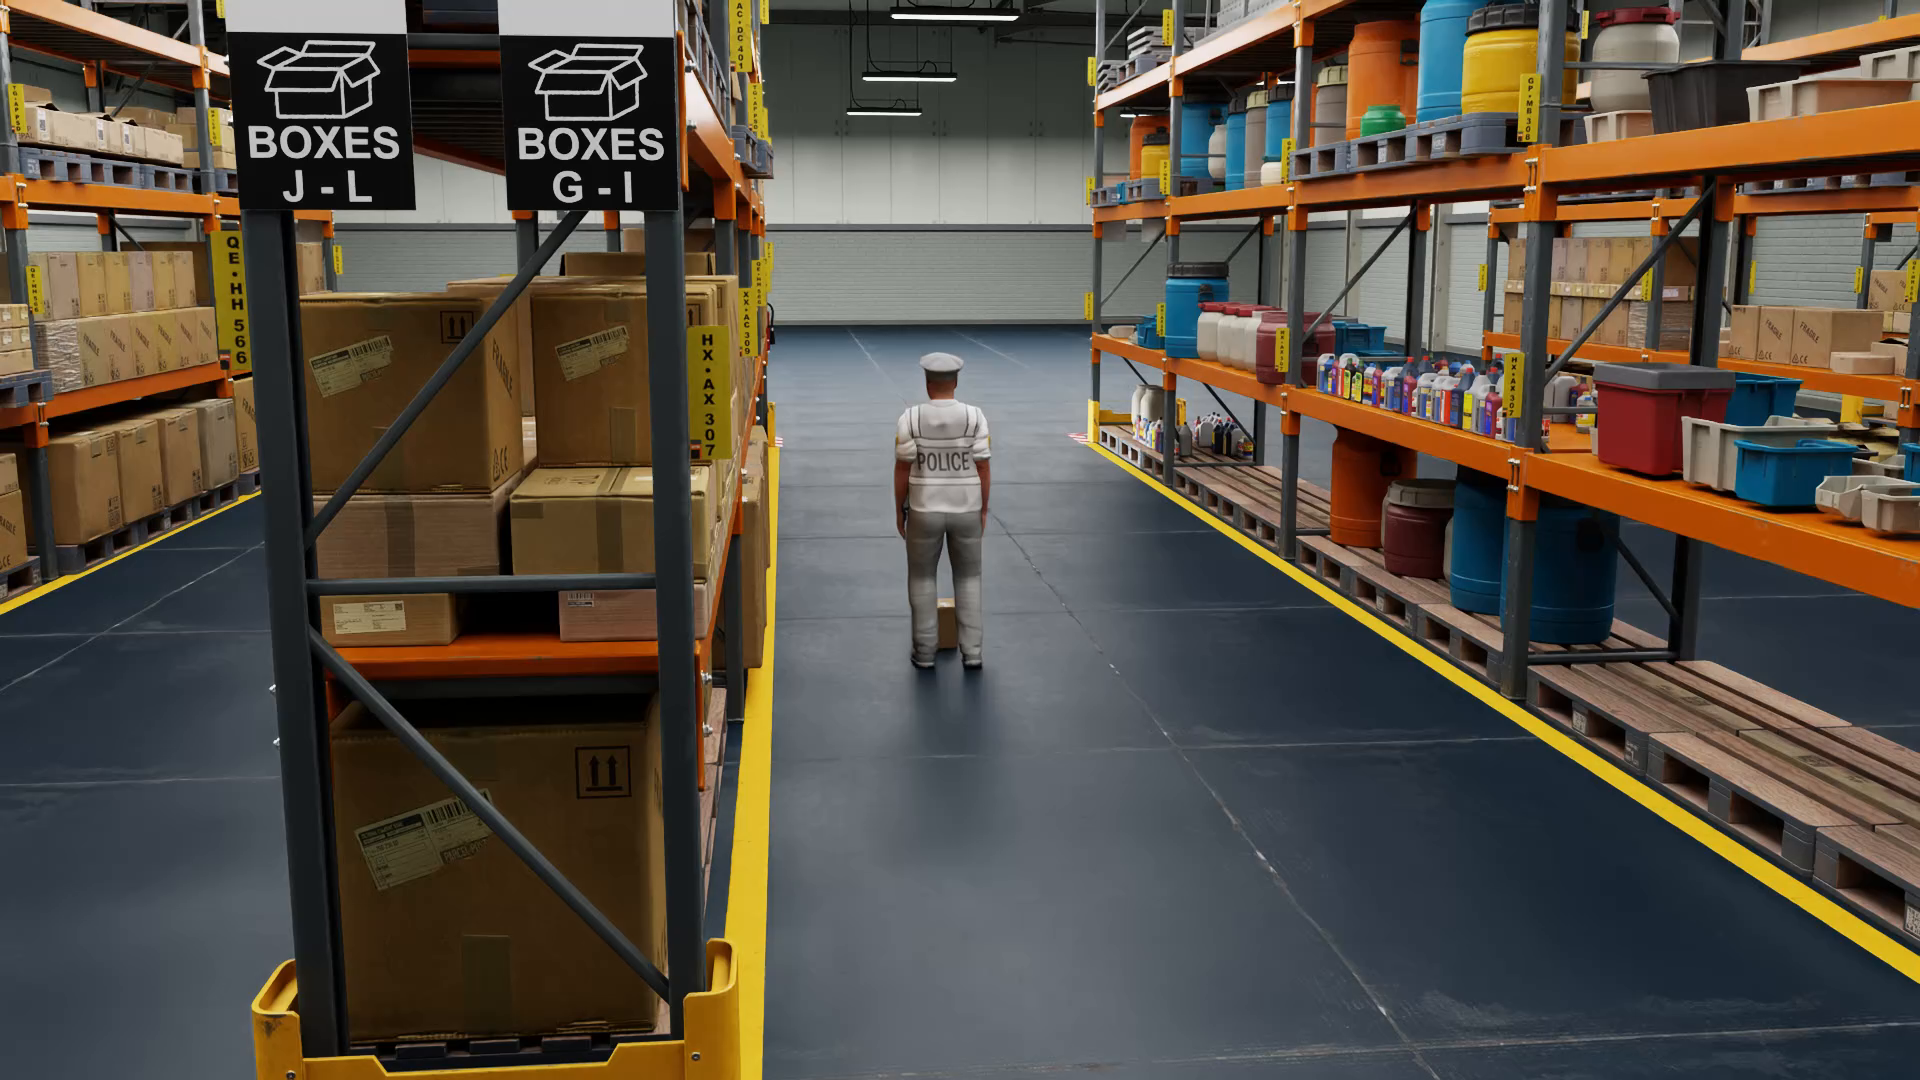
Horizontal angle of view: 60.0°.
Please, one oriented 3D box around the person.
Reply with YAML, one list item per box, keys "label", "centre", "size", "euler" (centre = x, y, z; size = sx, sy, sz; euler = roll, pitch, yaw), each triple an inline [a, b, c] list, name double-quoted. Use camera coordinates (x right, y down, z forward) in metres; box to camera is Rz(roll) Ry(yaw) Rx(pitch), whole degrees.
- label: "person"
  centre: [-0.103, -0.140, 9.304]
  size: [0.539, 1.800, 0.392]
  euler: [-1, 10, -6]
